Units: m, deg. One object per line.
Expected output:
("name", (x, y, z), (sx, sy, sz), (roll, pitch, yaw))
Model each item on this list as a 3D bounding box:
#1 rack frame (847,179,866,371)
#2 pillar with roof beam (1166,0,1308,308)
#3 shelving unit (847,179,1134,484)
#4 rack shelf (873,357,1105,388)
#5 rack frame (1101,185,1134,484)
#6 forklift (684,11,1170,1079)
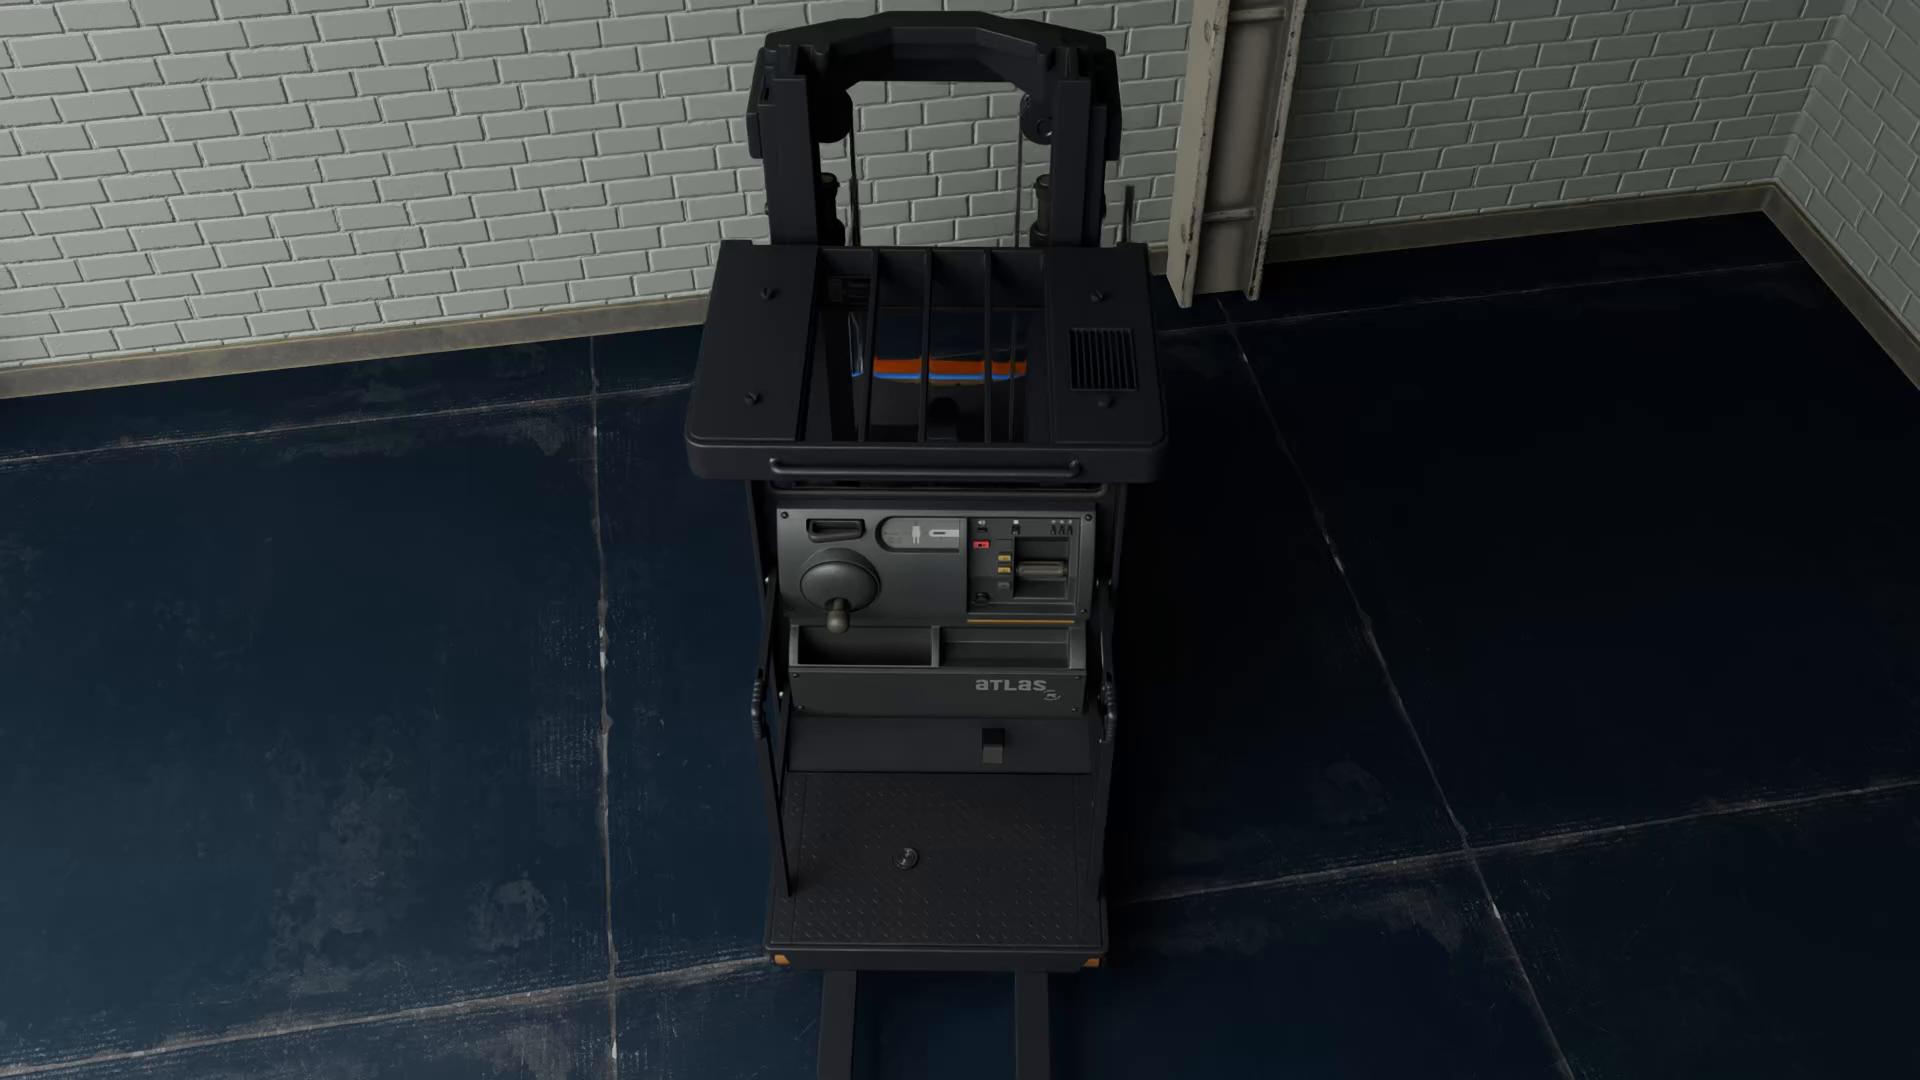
("rack frame", (-0.401, -0.636, 6.514), (0.032, 1.500, 0.500), (2, 46, 2))
("pillar with roof beam", (1.967, -1.320, 1.966), (0.400, 9.000, 9.100), (-7, 46, -7))
("shelving unit", (0.097, -0.621, 6.500), (1.083, 1.500, 0.587), (2, 46, 2))
("rack shelf", (0.106, -0.496, 6.629), (1.000, 0.185, 0.538), (2, 46, 2))
("rack frame", (0.614, -0.606, 6.486), (0.032, 1.500, 0.500), (2, 46, 2))
("forklift", (-0.069, 0.174, 4.740), (1.130, 2.935, 3.031), (0, 46, 0))
